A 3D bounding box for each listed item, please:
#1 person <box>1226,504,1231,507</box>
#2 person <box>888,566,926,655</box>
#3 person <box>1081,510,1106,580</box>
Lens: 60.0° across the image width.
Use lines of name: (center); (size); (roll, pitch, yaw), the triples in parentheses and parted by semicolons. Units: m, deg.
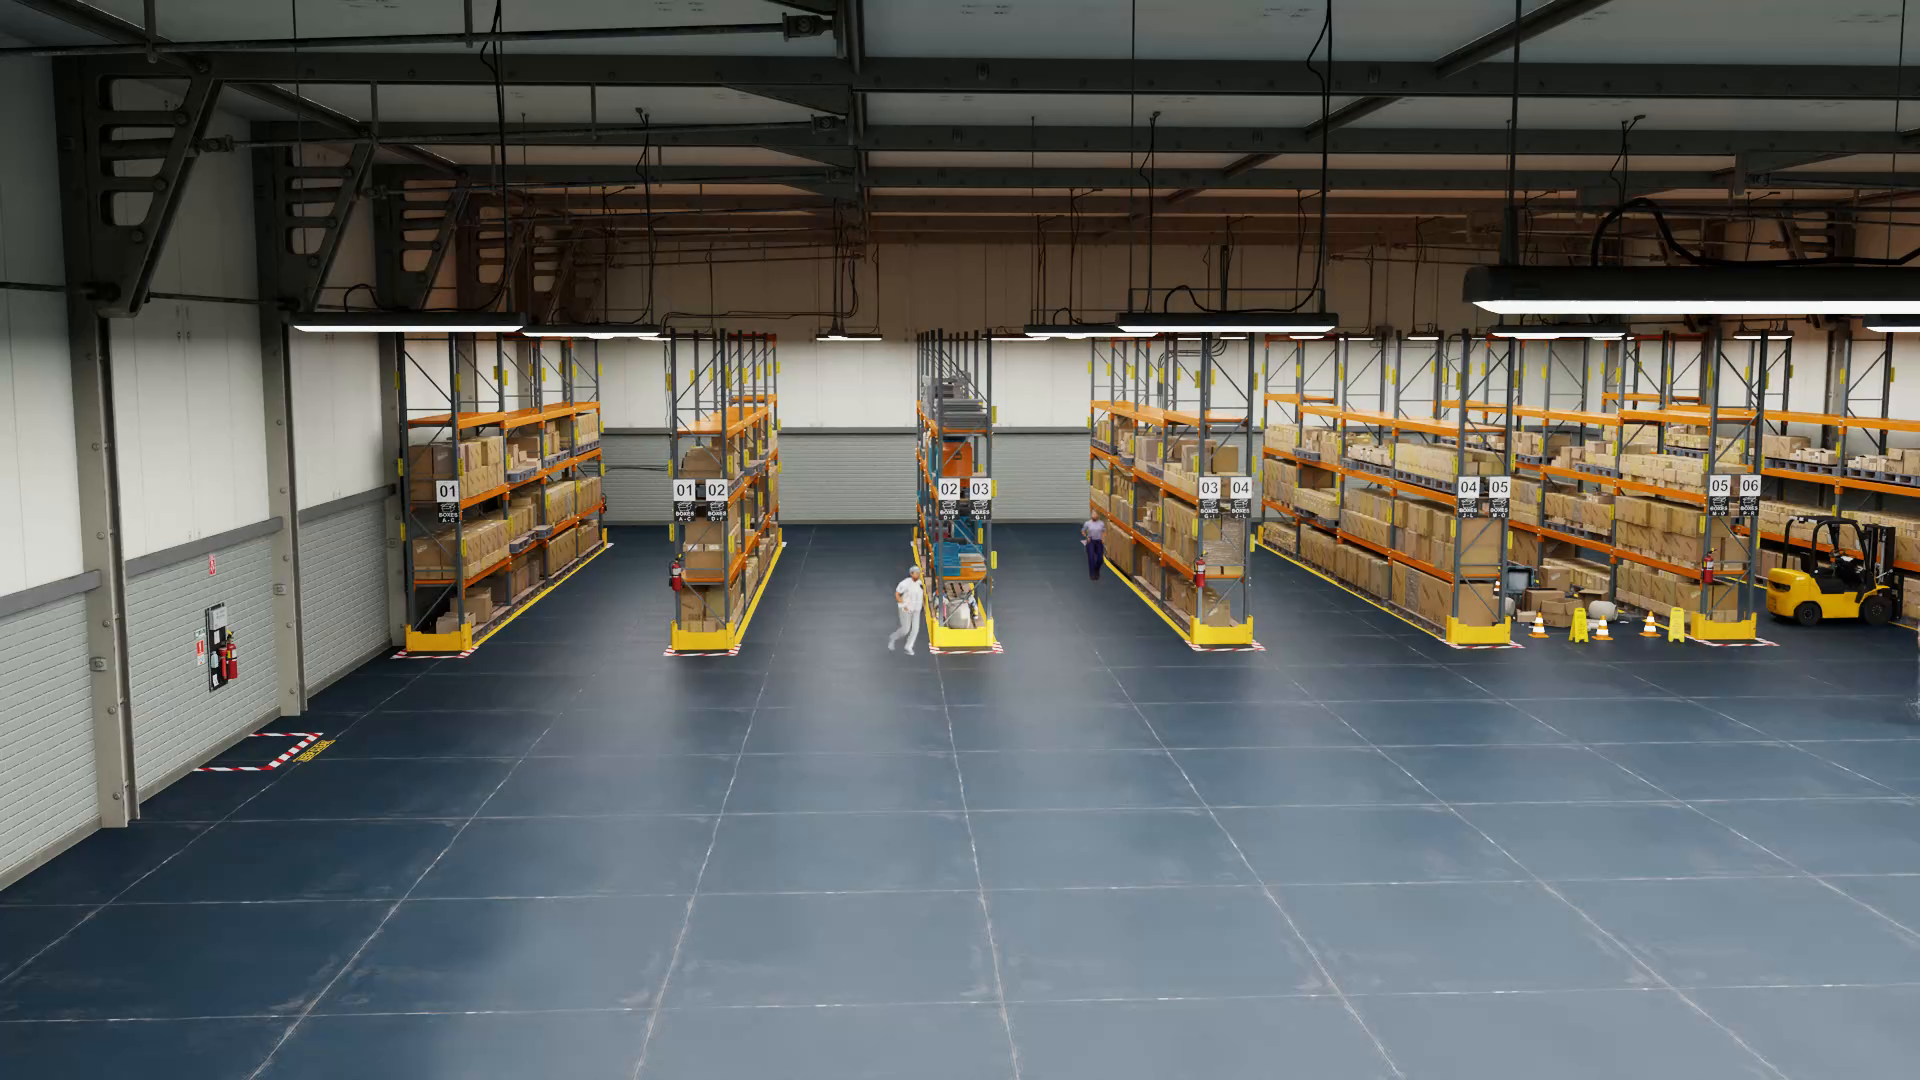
person: (7.771, -0.817, 48.405); (0.761, 1.691, 0.611); (6, 9, 42)
person: (-0.924, 1.290, 30.869); (0.691, 1.616, 0.649); (-5, 8, -37)
person: (3.111, 0.127, 38.377); (0.602, 1.633, 0.513); (-1, 7, -7)
